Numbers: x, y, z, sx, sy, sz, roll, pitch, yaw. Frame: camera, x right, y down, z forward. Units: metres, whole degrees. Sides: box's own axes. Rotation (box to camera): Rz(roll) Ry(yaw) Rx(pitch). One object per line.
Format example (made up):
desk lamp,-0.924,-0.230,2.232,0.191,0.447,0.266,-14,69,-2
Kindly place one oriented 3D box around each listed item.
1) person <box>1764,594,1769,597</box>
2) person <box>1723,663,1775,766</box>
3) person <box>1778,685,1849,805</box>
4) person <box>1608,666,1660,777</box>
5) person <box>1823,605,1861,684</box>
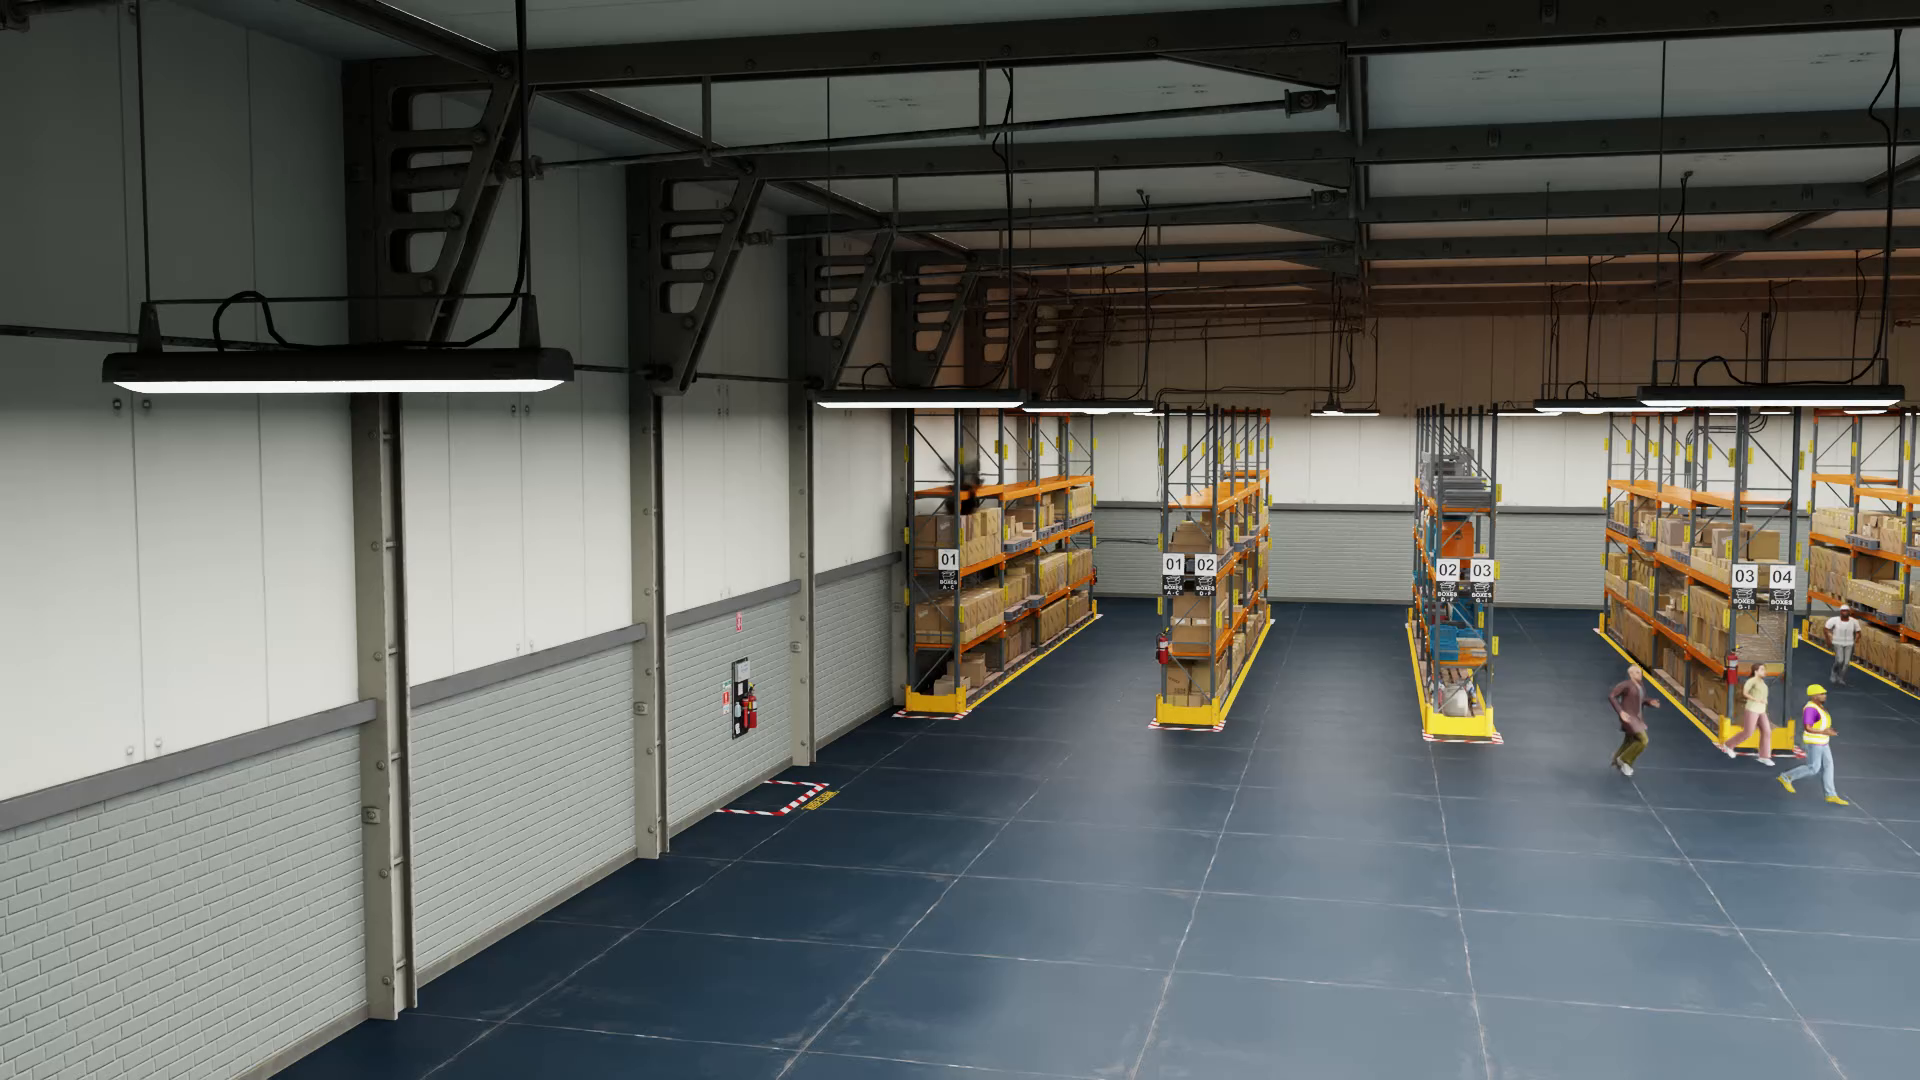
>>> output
person,20.267,1.858,41.228,0.714,1.778,0.870,1,4,8
person,13.229,2.865,27.686,0.610,1.661,0.910,-3,5,-33
person,12.743,3.028,24.783,0.956,1.762,0.700,4,6,41
person,10.834,2.906,26.699,0.676,1.785,0.739,-4,6,-44
person,18.993,2.252,35.719,0.706,1.729,0.574,1,4,11
